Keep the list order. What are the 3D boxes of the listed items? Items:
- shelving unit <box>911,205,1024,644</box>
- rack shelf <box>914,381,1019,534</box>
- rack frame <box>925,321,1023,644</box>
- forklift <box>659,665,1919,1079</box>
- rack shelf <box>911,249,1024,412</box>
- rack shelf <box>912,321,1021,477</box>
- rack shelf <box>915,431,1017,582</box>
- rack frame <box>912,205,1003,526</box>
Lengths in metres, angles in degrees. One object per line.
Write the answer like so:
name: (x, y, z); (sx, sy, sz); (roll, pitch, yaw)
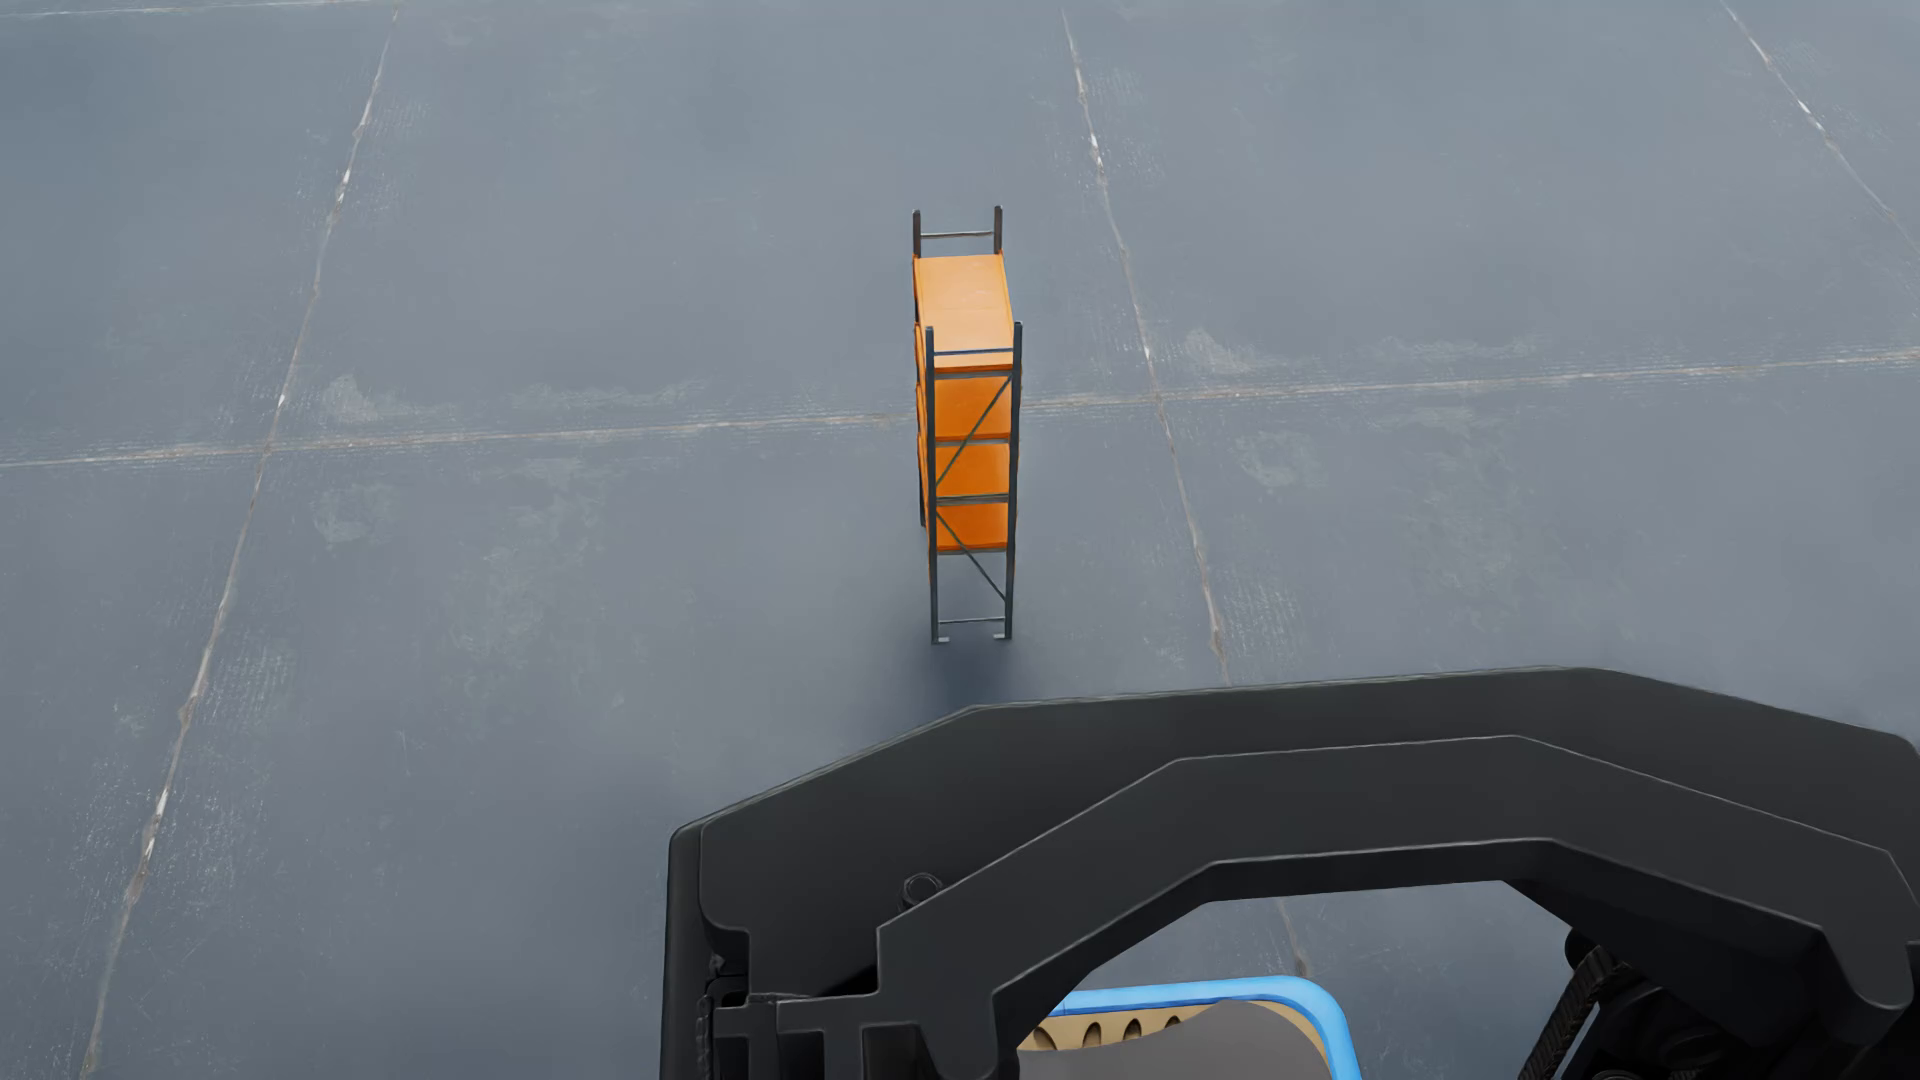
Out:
shelving unit: (0.014, -0.293, 4.701); (0.258, 1.200, 0.503); (-3, 47, -3)
rack shelf: (0.014, -0.247, 4.750); (0.258, 0.148, 0.480); (-3, 47, -3)
rack frame: (0.034, -0.116, 4.534); (0.240, 1.200, 0.015); (-3, 47, -3)
forklift: (0.310, 1.619, 1.698); (1.130, 2.935, 3.031); (-4, 47, -3)
rack shelf: (0.014, -0.563, 4.416); (0.258, 0.148, 0.480); (-3, 47, -3)
rack shelf: (0.014, -0.400, 4.587); (0.258, 0.148, 0.480); (-3, 47, -3)
rack shelf: (0.014, -0.110, 4.894); (0.258, 0.148, 0.480); (-3, 47, -3)
rack frame: (-0.007, -0.469, 4.868); (0.240, 1.200, 0.015); (-3, 47, -3)
